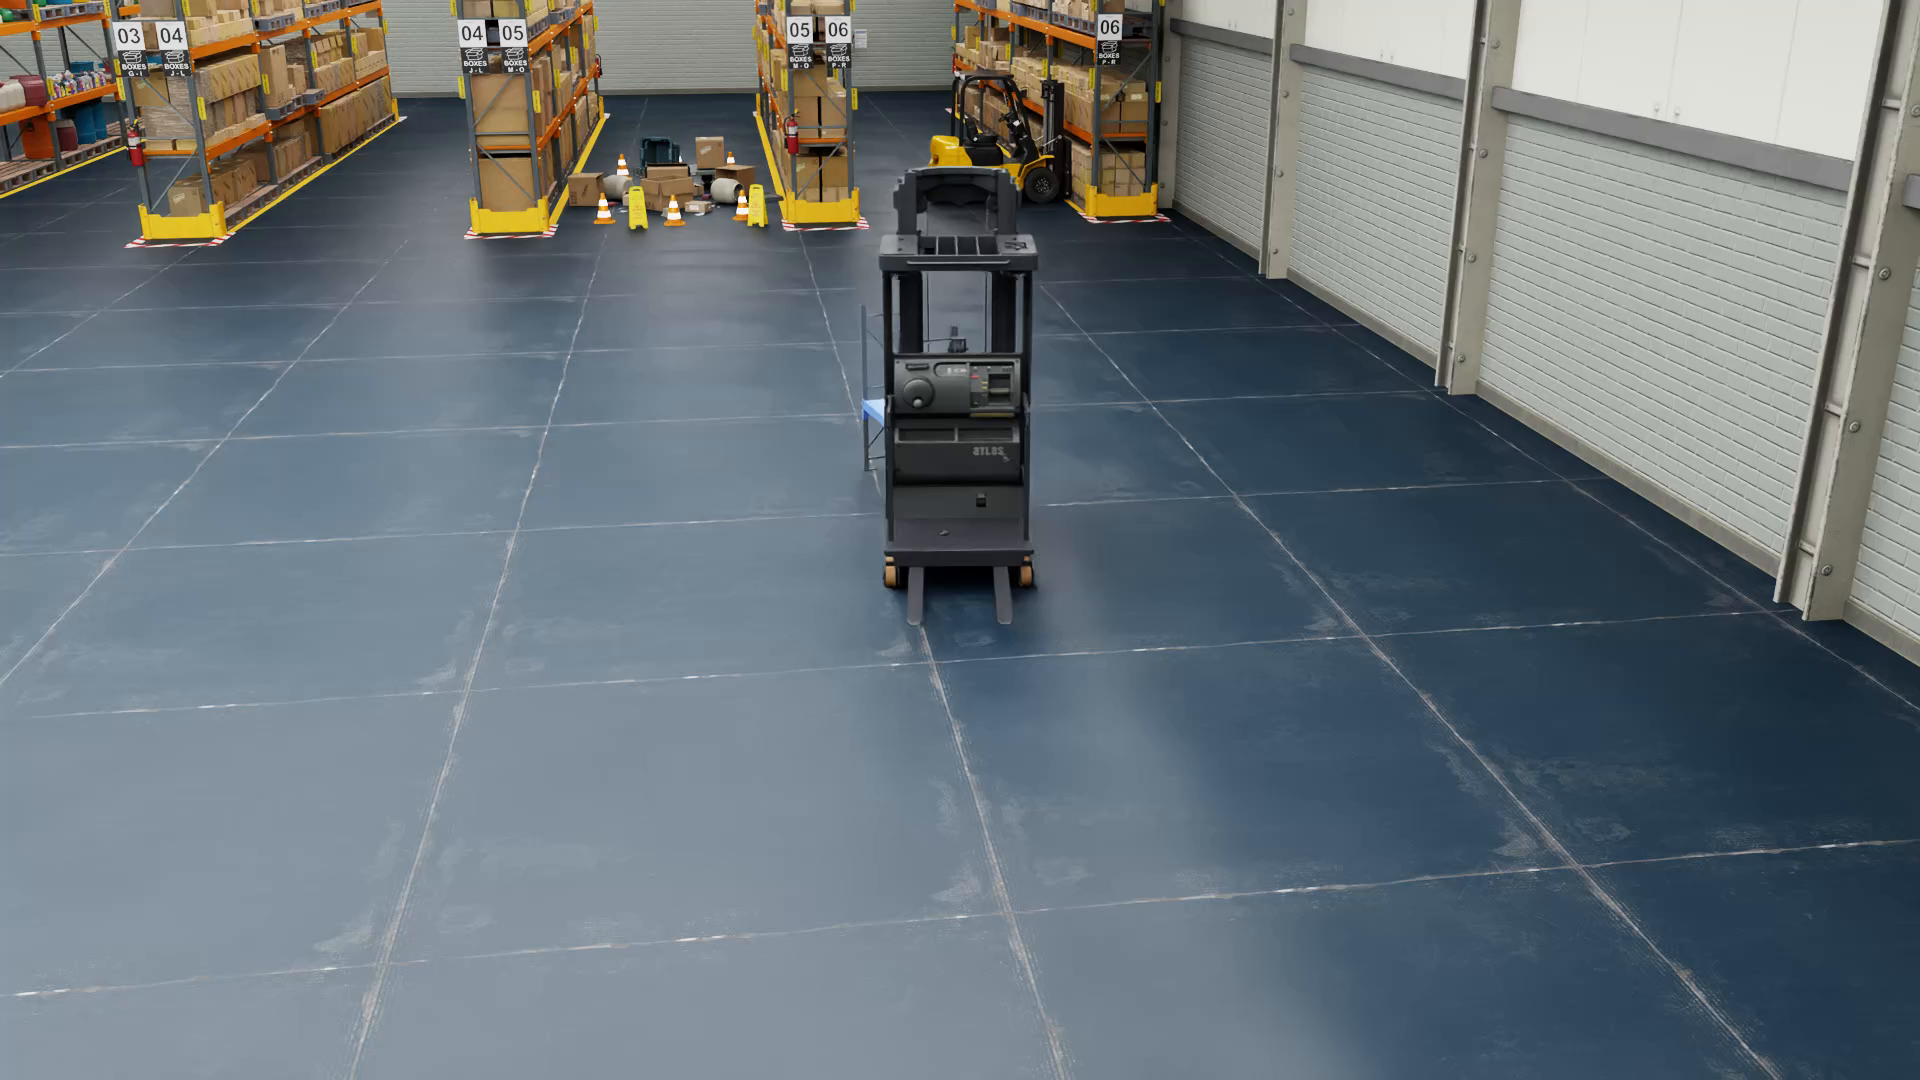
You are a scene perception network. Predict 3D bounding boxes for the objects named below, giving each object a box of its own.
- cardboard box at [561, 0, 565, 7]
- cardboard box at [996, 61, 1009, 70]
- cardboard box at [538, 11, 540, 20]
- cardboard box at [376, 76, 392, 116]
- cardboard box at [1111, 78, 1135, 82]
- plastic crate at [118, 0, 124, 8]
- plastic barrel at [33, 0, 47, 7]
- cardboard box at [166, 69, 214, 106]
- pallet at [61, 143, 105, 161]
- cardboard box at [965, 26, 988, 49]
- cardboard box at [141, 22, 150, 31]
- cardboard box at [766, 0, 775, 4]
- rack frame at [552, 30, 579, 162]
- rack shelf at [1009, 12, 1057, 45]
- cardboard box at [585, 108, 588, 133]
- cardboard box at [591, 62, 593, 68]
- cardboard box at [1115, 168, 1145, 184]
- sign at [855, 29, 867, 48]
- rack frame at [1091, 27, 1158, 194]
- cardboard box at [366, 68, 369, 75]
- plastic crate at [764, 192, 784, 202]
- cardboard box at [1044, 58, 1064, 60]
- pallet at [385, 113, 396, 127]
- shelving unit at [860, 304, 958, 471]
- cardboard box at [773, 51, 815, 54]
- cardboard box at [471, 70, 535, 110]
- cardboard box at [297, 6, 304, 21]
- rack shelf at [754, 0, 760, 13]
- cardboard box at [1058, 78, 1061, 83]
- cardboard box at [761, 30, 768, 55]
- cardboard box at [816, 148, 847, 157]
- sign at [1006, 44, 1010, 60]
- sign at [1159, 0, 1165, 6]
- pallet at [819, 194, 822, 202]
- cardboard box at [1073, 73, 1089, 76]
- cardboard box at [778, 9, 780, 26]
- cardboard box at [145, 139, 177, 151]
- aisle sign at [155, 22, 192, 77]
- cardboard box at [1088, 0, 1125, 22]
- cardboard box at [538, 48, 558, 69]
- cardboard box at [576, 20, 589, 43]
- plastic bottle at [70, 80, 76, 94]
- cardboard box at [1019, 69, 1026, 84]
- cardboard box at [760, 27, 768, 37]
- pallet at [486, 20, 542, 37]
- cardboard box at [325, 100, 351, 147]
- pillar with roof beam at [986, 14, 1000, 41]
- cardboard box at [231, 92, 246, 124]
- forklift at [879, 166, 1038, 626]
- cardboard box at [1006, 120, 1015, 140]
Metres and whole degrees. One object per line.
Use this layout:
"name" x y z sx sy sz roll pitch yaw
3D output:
"cardboard box" -7.816 -10.350 31.738 0.500 0.311 0.500 -3 21 -8
"cardboard box" 1.060 -10.102 35.590 0.500 0.250 0.500 -4 21 -10
"cardboard box" -7.097 -8.598 27.278 0.380 0.149 0.250 -3 21 -8
"cardboard box" -14.168 -10.629 39.823 0.875 0.875 0.875 -3 21 -8
"cardboard box" 2.771 -7.743 28.165 0.380 0.149 0.250 -3 21 -7
"plastic crate" -18.571 -11.798 36.417 0.497 0.269 0.590 -3 21 -8
"plastic barrel" -18.012 -10.533 32.464 0.294 0.245 0.294 0 20 0
"cardboard box" -11.842 -6.964 25.577 0.500 0.500 0.500 -3 21 -8
"pallet" -18.415 -8.011 34.364 1.003 0.211 1.213 -3 21 -8
"cardboard box" 0.394 -12.127 40.115 0.500 0.500 0.500 -2 21 -6
"cardboard box" -12.381 -7.707 24.922 0.380 0.149 0.250 -3 21 -8
"cardboard box" -3.583 -11.148 33.742 0.797 0.503 0.637 -4 21 -11
"rack frame" -8.263 -9.090 33.267 1.000 3.000 0.127 -3 21 -8
"rack shelf" 1.820 -10.002 32.450 1.077 0.370 4.000 -3 21 -8
"cardboard box" -8.484 -9.257 36.687 0.500 0.500 0.500 -3 21 -9
"cardboard box" -8.980 -11.382 39.764 0.380 0.149 0.250 -2 21 -6
"cardboard box" 2.823 -6.173 28.071 0.500 0.250 0.500 -3 21 -7
"sign" -2.810 -14.203 47.093 0.329 0.494 0.001 -3 21 -8
"rack frame" 2.685 -6.857 27.287 1.000 3.000 0.127 -3 21 -8
"cardboard box" -13.629 -10.623 37.730 0.380 0.149 0.250 -3 21 -9
"plastic crate" -3.388 -6.037 29.266 0.402 0.080 0.583 -11 23 -26
"cardboard box" 1.927 -9.790 34.070 0.380 0.149 0.250 -2 21 -6
"pallet" -14.146 -10.066 39.864 1.003 0.211 1.213 -3 21 -8
"shelving unit" -0.441 -1.195 14.272 0.538 1.500 1.048 -8 22 -20
"cardboard box" -2.902 -8.303 29.163 0.700 0.500 0.500 -3 21 -7
"cardboard box" -7.125 -7.027 25.985 0.875 0.550 0.550 -3 21 -8
"cardboard box" -12.875 -10.058 31.785 0.500 0.250 0.500 -3 21 -8
"rack shelf" -4.244 -12.520 39.192 1.077 0.370 4.000 -3 21 -8
"cardboard box" 1.960 -8.201 29.817 0.380 0.149 0.250 -2 21 -7
"cardboard box" -4.177 -11.108 37.098 0.500 0.500 0.500 -3 21 -7
"cardboard box" -2.152 -6.347 28.181 0.500 0.500 0.500 -4 21 -10
"sign" 0.996 -10.101 34.432 0.100 0.325 0.005 -3 21 -8
"sign" 3.235 -8.734 26.665 0.100 0.325 0.005 -3 21 -8
"pallet" -2.319 -5.608 27.929 1.003 0.211 1.213 -3 21 -8
"cardboard box" 2.179 -8.079 29.064 0.380 0.149 0.250 -3 21 -8
"cardboard box" -2.792 -8.771 27.915 0.500 0.250 0.500 -3 21 -7
"cardboard box" -12.278 -6.076 25.555 0.380 0.149 0.250 -3 21 -8
"aisle sign" -11.727 -7.317 24.803 0.394 0.787 0.004 -3 21 -8
"cardboard box" 2.380 -8.693 27.031 0.500 0.500 0.500 -2 21 -6
"cardboard box" -8.058 -9.097 31.713 0.700 0.500 0.500 -3 21 -9
"cardboard box" -8.795 -11.653 38.132 0.500 0.500 0.500 -3 21 -7
"plastic bottle" -17.986 -9.172 33.671 0.097 0.271 0.097 0 20 0
"cardboard box" 1.483 -9.269 33.245 0.500 0.250 0.500 -3 21 -9
"cardboard box" -4.297 -11.424 37.945 0.500 0.500 0.500 -3 21 -8
"pallet" -7.406 -8.364 27.161 1.003 0.211 1.213 -3 21 -8
"cardboard box" -13.386 -8.625 34.459 1.225 0.875 0.875 -3 21 -8
"pillar with roof beam" -3.378 -15.968 43.109 9.100 9.000 0.400 -3 21 -8
"cardboard box" -12.397 -7.174 27.570 0.875 0.500 0.500 -3 21 -8
"forklift" -0.014 -1.130 12.052 1.130 2.935 3.031 0 20 -1
"cardboard box" 1.258 -8.788 35.430 0.500 0.500 0.500 -2 21 -6
